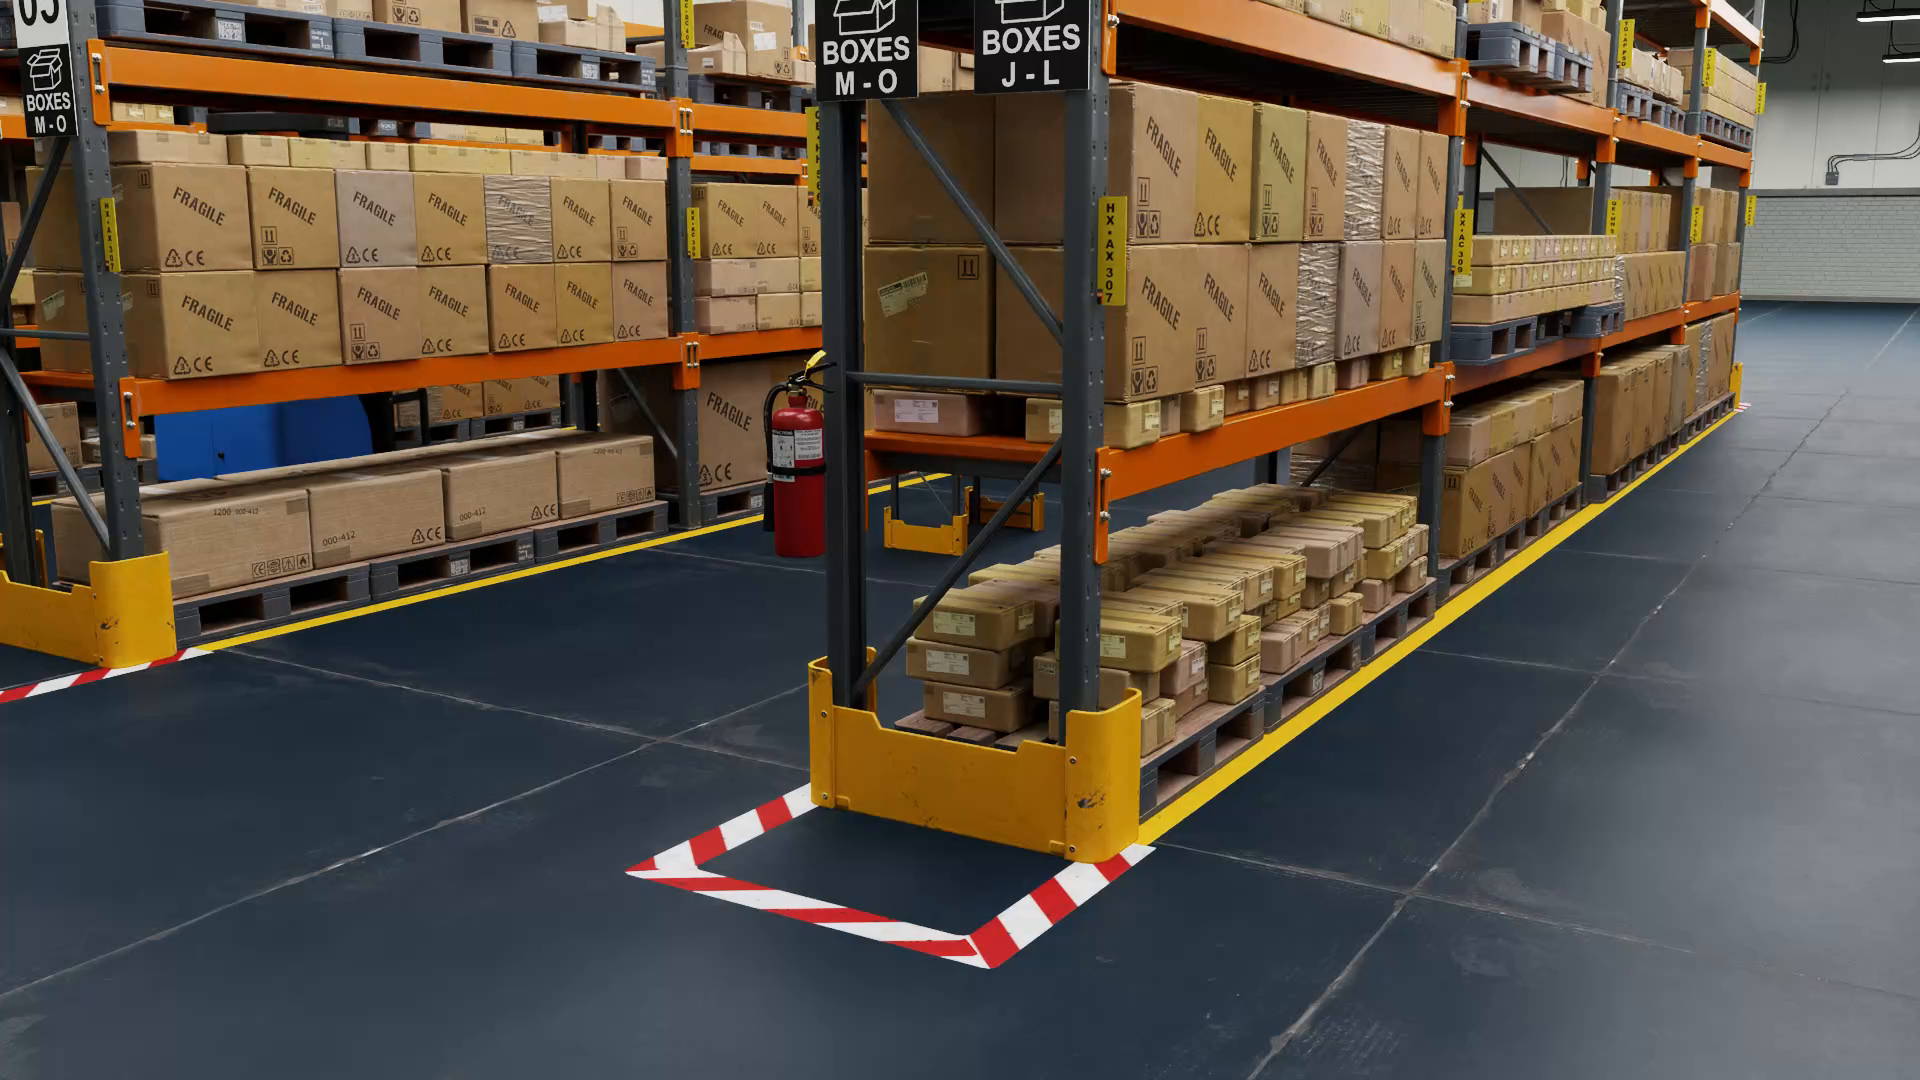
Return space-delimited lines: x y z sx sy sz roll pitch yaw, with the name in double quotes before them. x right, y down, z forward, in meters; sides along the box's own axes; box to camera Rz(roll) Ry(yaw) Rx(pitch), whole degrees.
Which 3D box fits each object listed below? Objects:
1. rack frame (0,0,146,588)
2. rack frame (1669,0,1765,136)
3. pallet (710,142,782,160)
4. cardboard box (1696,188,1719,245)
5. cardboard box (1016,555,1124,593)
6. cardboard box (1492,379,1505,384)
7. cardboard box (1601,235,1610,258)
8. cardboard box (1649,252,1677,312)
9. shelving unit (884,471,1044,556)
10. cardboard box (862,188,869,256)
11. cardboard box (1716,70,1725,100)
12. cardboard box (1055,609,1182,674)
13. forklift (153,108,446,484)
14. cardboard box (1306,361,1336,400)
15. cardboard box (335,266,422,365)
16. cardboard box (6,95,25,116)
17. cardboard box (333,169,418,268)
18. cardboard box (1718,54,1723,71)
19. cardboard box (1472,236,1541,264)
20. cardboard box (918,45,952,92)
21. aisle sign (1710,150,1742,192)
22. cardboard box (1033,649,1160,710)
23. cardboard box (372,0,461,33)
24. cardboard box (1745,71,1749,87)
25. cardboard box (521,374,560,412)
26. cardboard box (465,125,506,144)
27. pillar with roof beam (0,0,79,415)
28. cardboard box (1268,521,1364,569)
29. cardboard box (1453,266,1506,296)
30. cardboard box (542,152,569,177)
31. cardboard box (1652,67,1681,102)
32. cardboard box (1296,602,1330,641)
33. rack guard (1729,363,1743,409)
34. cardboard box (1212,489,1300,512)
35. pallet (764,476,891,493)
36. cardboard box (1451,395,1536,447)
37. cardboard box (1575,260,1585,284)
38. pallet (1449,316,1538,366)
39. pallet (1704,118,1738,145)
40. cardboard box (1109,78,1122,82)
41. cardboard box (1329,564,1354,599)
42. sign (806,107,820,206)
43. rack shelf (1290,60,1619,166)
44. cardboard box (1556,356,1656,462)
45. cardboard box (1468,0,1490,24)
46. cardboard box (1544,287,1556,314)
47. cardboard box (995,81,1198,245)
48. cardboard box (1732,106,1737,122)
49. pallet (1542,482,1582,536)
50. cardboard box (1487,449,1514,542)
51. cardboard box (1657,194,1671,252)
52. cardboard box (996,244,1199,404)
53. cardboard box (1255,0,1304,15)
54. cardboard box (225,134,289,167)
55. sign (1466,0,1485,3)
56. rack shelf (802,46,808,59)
"rack frame" -4.289 -0.960 7.845 1.000 3.000 0.127 6 12 31
"rack frame" 8.301 -5.968 18.293 1.000 3.000 0.127 6 12 31
"pallet" -2.750 -4.561 19.450 0.805 0.209 1.217 6 12 28
"cardboard box" 7.029 -3.219 16.569 0.875 0.550 0.550 6 12 31
"cardboard box" 0.446 0.170 6.796 0.380 0.149 0.250 6 12 28
"cardboard box" 3.582 -1.022 11.791 0.500 0.250 0.500 6 12 28
"cardboard box" 4.152 -1.976 11.199 0.380 0.149 0.250 6 12 30
"cardboard box" 5.919 -2.252 14.477 0.500 0.500 0.500 6 12 30
"shelving unit" 0.040 -0.749 10.795 0.587 1.500 1.083 6 12 31
"cardboard box" -0.972 -2.415 12.626 0.500 0.500 0.500 6 12 30
"cardboard box" 6.978 -4.322 15.840 0.500 0.250 0.500 6 12 30
"cardboard box" 0.556 0.349 5.840 0.380 0.149 0.250 6 12 28
"forklift" -4.658 -1.793 12.482 1.130 2.935 3.031 3 11 14
"cardboard box" 1.372 -0.689 7.078 0.380 0.149 0.250 7 13 32
"cardboard box" -3.276 -1.218 8.950 0.500 0.500 0.500 6 12 30
"cardboard box" -6.963 -3.172 12.191 0.380 0.149 0.250 7 13 33
"cardboard box" -3.274 -1.713 8.876 0.500 0.500 0.500 6 12 30
"cardboard box" 6.967 -4.494 15.671 0.380 0.149 0.250 6 12 30
"cardboard box" 3.075 -1.649 9.450 0.380 0.149 0.250 6 12 30
"cardboard box" -0.487 -3.774 13.313 0.700 0.500 0.500 6 12 28
"aisle sign" 8.594 -4.280 18.513 0.394 0.787 0.004 6 12 31
"cardboard box" 0.485 0.488 5.910 0.380 0.149 0.250 7 13 33
"cardboard box" -3.114 -3.042 9.129 0.500 0.500 0.500 7 12 32
"cardboard box" 8.019 -4.812 17.372 0.380 0.149 0.250 7 12 32
"cardboard box" -4.416 -1.583 16.822 0.500 0.500 0.500 7 13 32
"cardboard box" -4.699 -3.909 15.856 0.500 0.250 0.500 6 12 31
"pillar with roof beam" -3.909 -4.577 10.862 9.100 9.000 0.400 6 12 31
"cardboard box" 1.623 0.020 7.601 0.380 0.149 0.250 6 12 28
"cardboard box" 2.668 -1.379 8.818 0.380 0.149 0.250 7 12 32
"cardboard box" -2.584 -2.259 10.031 0.380 0.149 0.250 6 12 30
"cardboard box" 5.771 -3.831 14.025 0.500 0.250 0.500 6 12 30
"cardboard box" 1.428 0.354 7.430 0.380 0.149 0.250 7 12 32
"rack guard" 8.313 -1.795 19.095 1.175 0.500 0.348 6 12 31
"cardboard box" 1.521 -0.158 8.549 0.380 0.149 0.250 7 13 33
"pallet" -1.244 -0.540 13.178 1.003 0.211 1.213 6 12 31
"cardboard box" 3.223 -0.733 10.248 0.500 0.250 0.500 7 13 33
"cardboard box" 3.747 -1.707 10.569 0.380 0.149 0.250 6 12 30
"pallet" 2.592 -1.144 9.350 1.003 0.211 1.213 6 12 31
"pallet" 7.292 -4.140 16.920 1.003 0.211 1.213 6 12 31
"cardboard box" 1.238 -4.434 16.159 0.500 0.250 0.500 7 12 32
"cardboard box" 1.595 0.156 7.681 0.380 0.149 0.250 7 13 32
"sign" -0.470 -1.284 5.569 0.100 0.325 0.005 6 12 31
"rack shelf" 3.109 -2.567 10.235 1.077 0.370 4.000 6 12 31
"cardboard box" 4.991 -1.087 13.495 1.050 0.750 0.750 7 12 32
"cardboard box" 2.361 -2.911 8.703 0.700 0.500 0.500 6 12 31
"cardboard box" 3.342 -1.439 9.945 0.380 0.149 0.250 6 12 30
"cardboard box" 0.454 -1.235 5.517 0.500 0.500 0.500 6 12 30
"cardboard box" 7.626 -4.301 16.811 0.380 0.149 0.250 7 12 31
"pallet" 3.740 -0.268 11.726 1.003 0.211 1.213 6 12 31
"cardboard box" 2.954 -0.284 9.886 0.500 0.500 0.500 7 13 33
"cardboard box" 5.971 -2.852 14.964 0.700 0.500 0.500 6 12 30
"cardboard box" 0.463 -0.743 5.604 0.500 0.500 0.500 7 13 33
"cardboard box" 0.979 -2.115 6.268 0.500 0.250 0.500 6 12 29
"cardboard box" -3.560 -1.927 8.258 0.380 0.149 0.250 7 13 32
"sign" 2.538 -2.810 8.170 0.100 0.325 0.005 6 12 31
"rack shelf" -1.265 -6.034 21.687 1.077 0.370 4.000 6 12 31
